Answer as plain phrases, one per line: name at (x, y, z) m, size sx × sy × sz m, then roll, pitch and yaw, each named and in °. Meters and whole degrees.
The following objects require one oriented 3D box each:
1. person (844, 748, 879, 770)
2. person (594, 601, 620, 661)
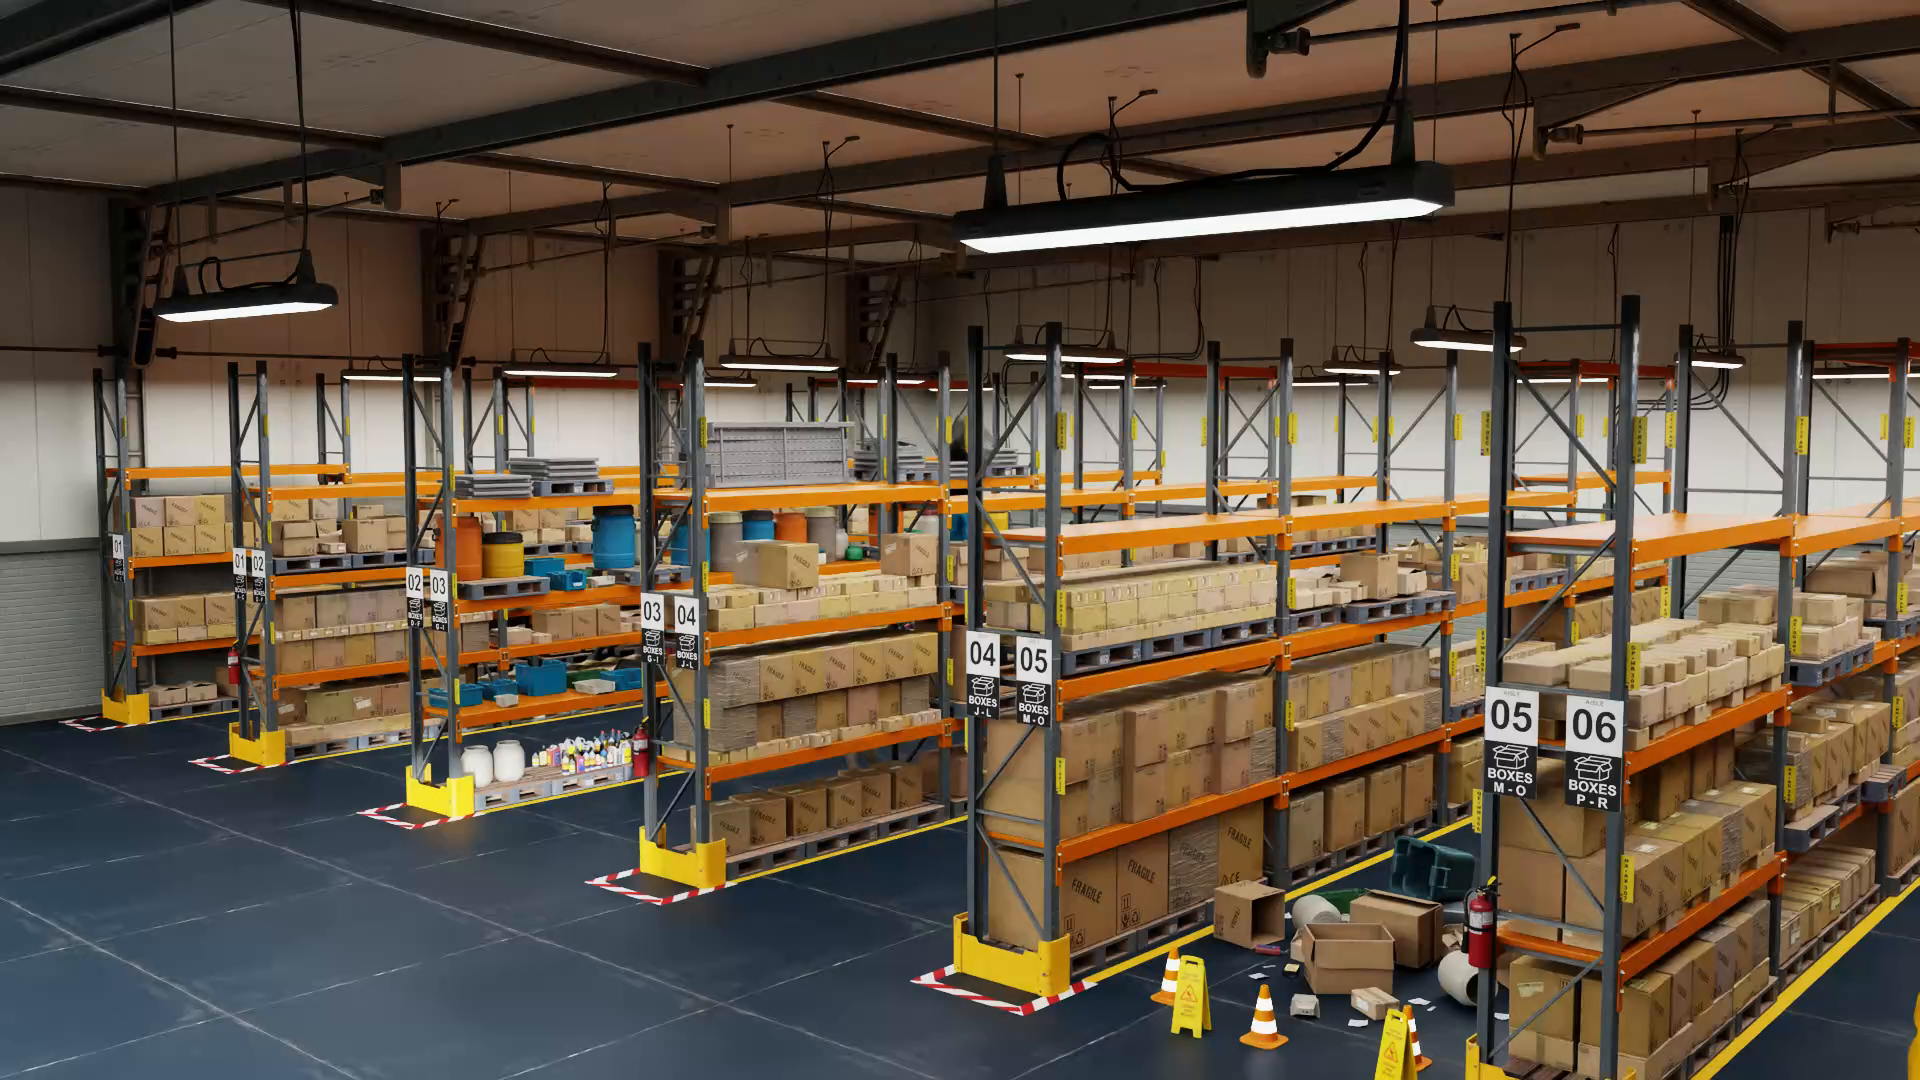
person at (-1.401, 2.620, 23.414) m, size 0.715 × 1.672 × 0.798 m, roll -1°, pitch 4°, yaw -17°
person at (-6.866, 1.981, 32.400) m, size 0.571 × 1.621 × 0.869 m, roll 3°, pitch 5°, yaw 35°
